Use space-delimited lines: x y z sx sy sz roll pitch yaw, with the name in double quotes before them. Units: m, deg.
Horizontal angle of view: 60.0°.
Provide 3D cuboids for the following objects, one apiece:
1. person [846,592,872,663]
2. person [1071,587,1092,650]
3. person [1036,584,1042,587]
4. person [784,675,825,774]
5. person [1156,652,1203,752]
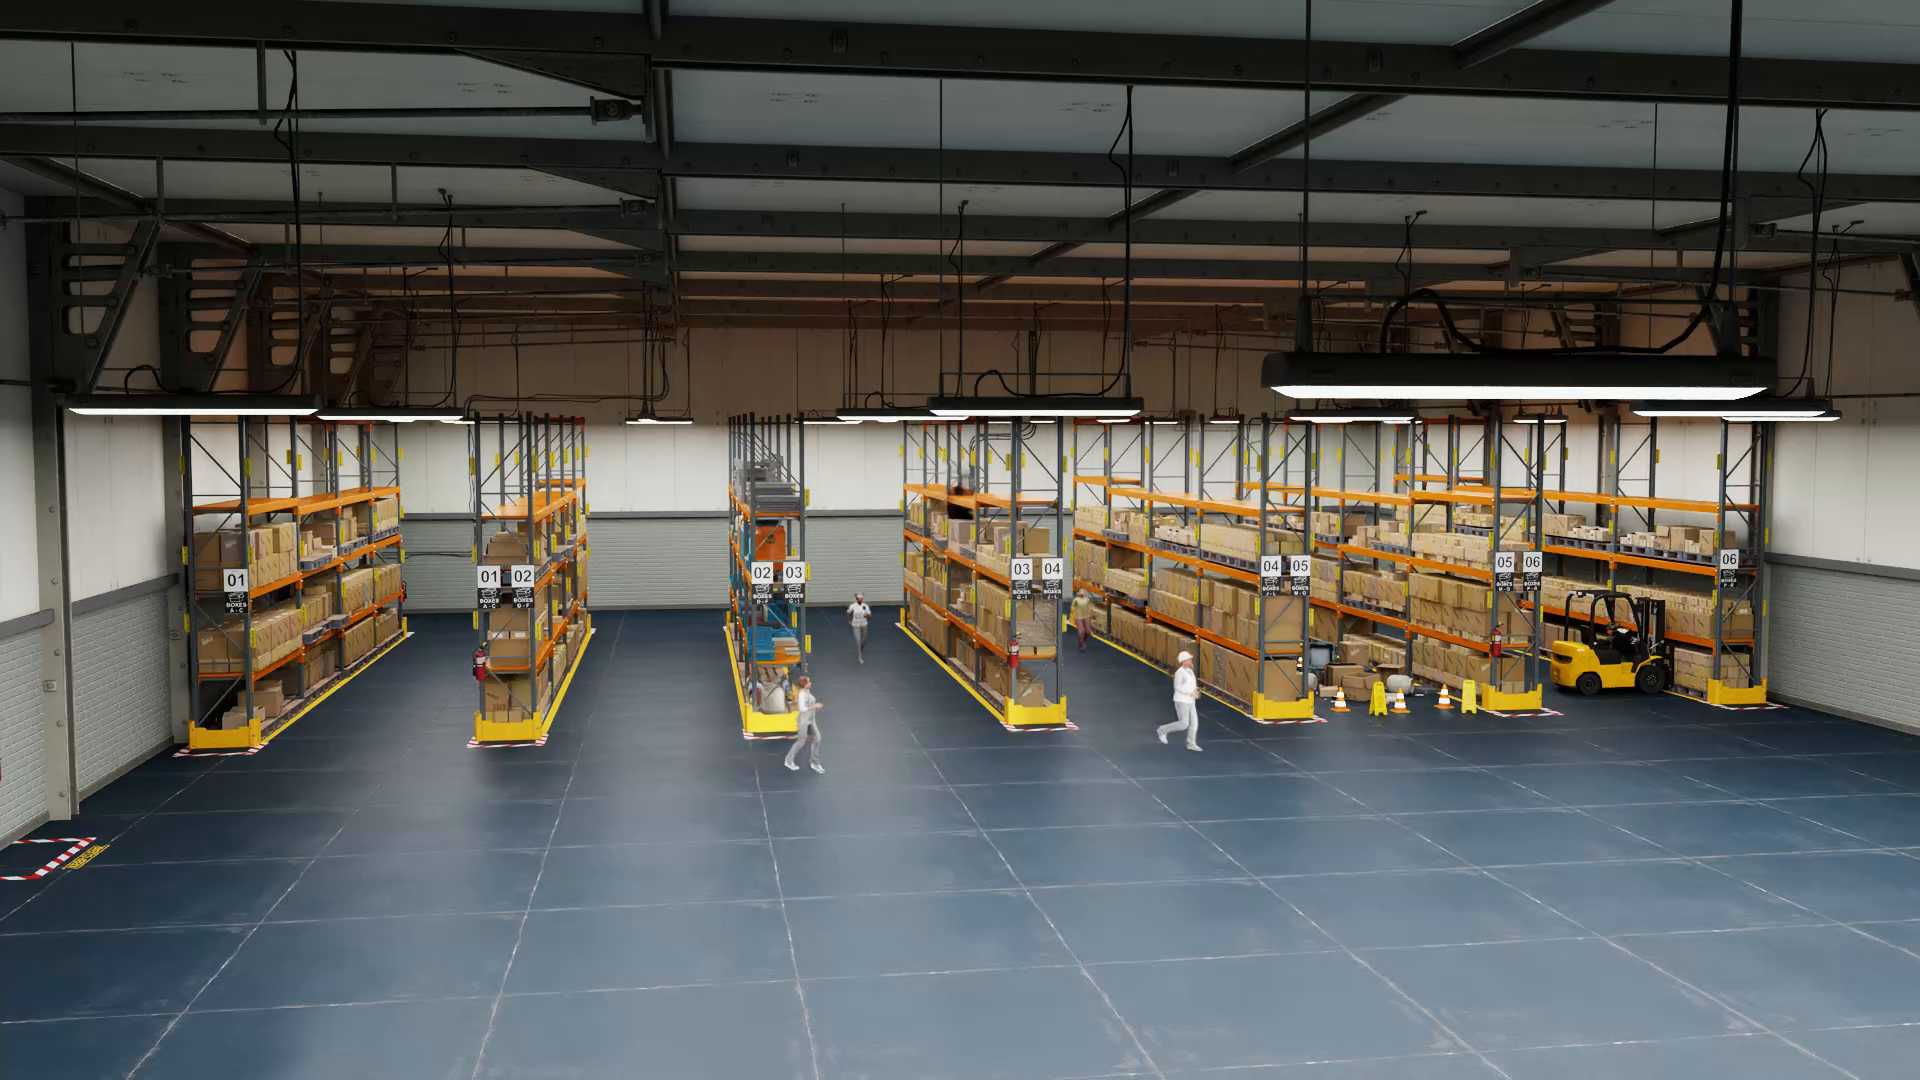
"person" -2.441 2.106 40.453 0.575 1.684 0.921 -1 4 -17
"person" 3.131 2.008 42.486 0.571 1.617 0.537 -1 4 -9
"person" 2.091 1.648 47.878 0.706 1.651 0.866 0 4 -1
"person" -2.566 3.042 27.448 0.702 1.631 0.517 1 4 17
"person" 3.936 2.855 29.494 0.821 1.768 0.669 2 4 27
